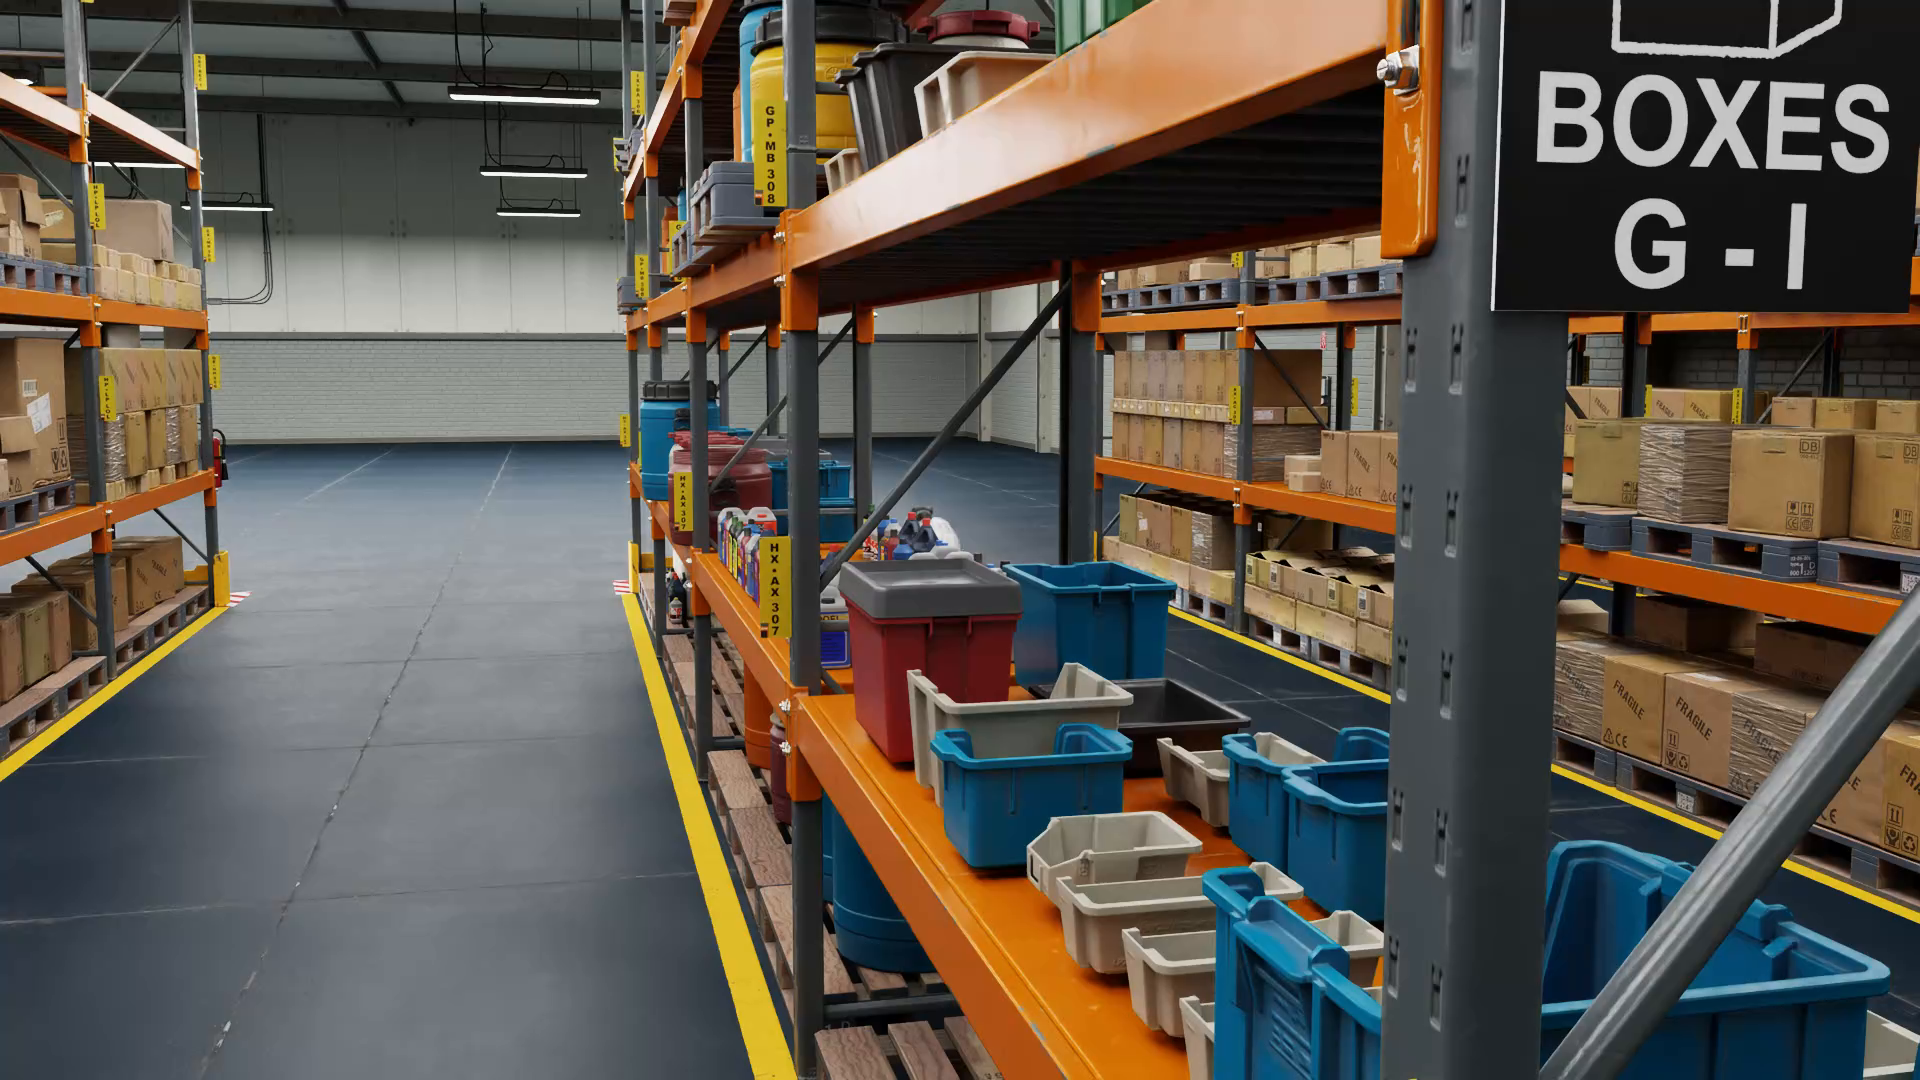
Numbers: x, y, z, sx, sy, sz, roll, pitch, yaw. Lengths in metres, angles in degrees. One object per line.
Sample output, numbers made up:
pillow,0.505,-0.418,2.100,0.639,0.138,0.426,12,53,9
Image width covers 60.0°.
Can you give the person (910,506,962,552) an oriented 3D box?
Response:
person,-0.253,0.189,15.629,0.457,0.983,0.882,-2,6,-15
